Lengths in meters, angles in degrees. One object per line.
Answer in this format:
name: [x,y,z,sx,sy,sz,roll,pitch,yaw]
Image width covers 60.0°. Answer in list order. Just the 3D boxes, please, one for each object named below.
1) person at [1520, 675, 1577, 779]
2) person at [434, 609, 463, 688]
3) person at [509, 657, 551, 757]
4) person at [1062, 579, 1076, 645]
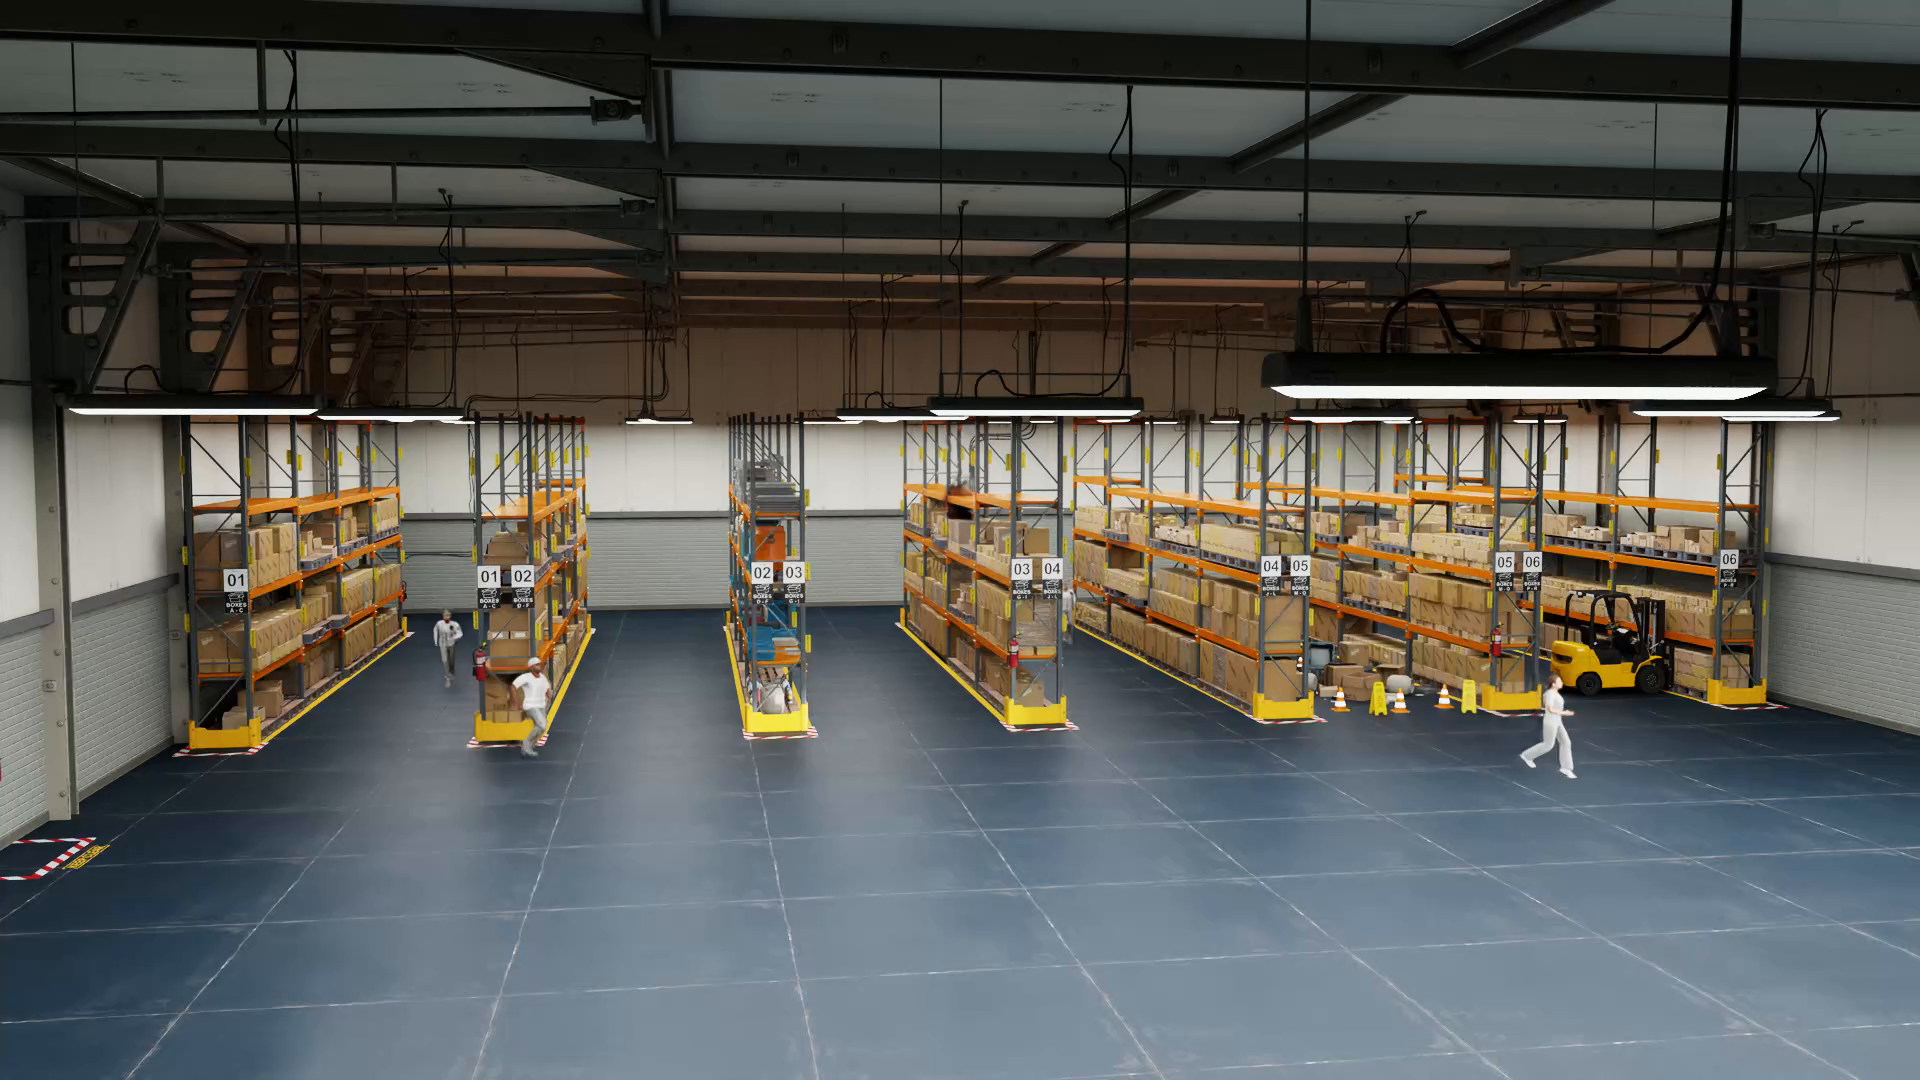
person: [9.682,3.050,27.301,0.922,1.710,0.597,2,4,30]
person: [-11.367,2.371,36.944,0.634,1.702,0.987,-1,4,-10]
person: [-7.347,2.890,28.797,0.610,1.709,0.717,2,4,23]
person: [2.803,1.900,43.933,0.594,1.753,0.753,0,4,-6]
